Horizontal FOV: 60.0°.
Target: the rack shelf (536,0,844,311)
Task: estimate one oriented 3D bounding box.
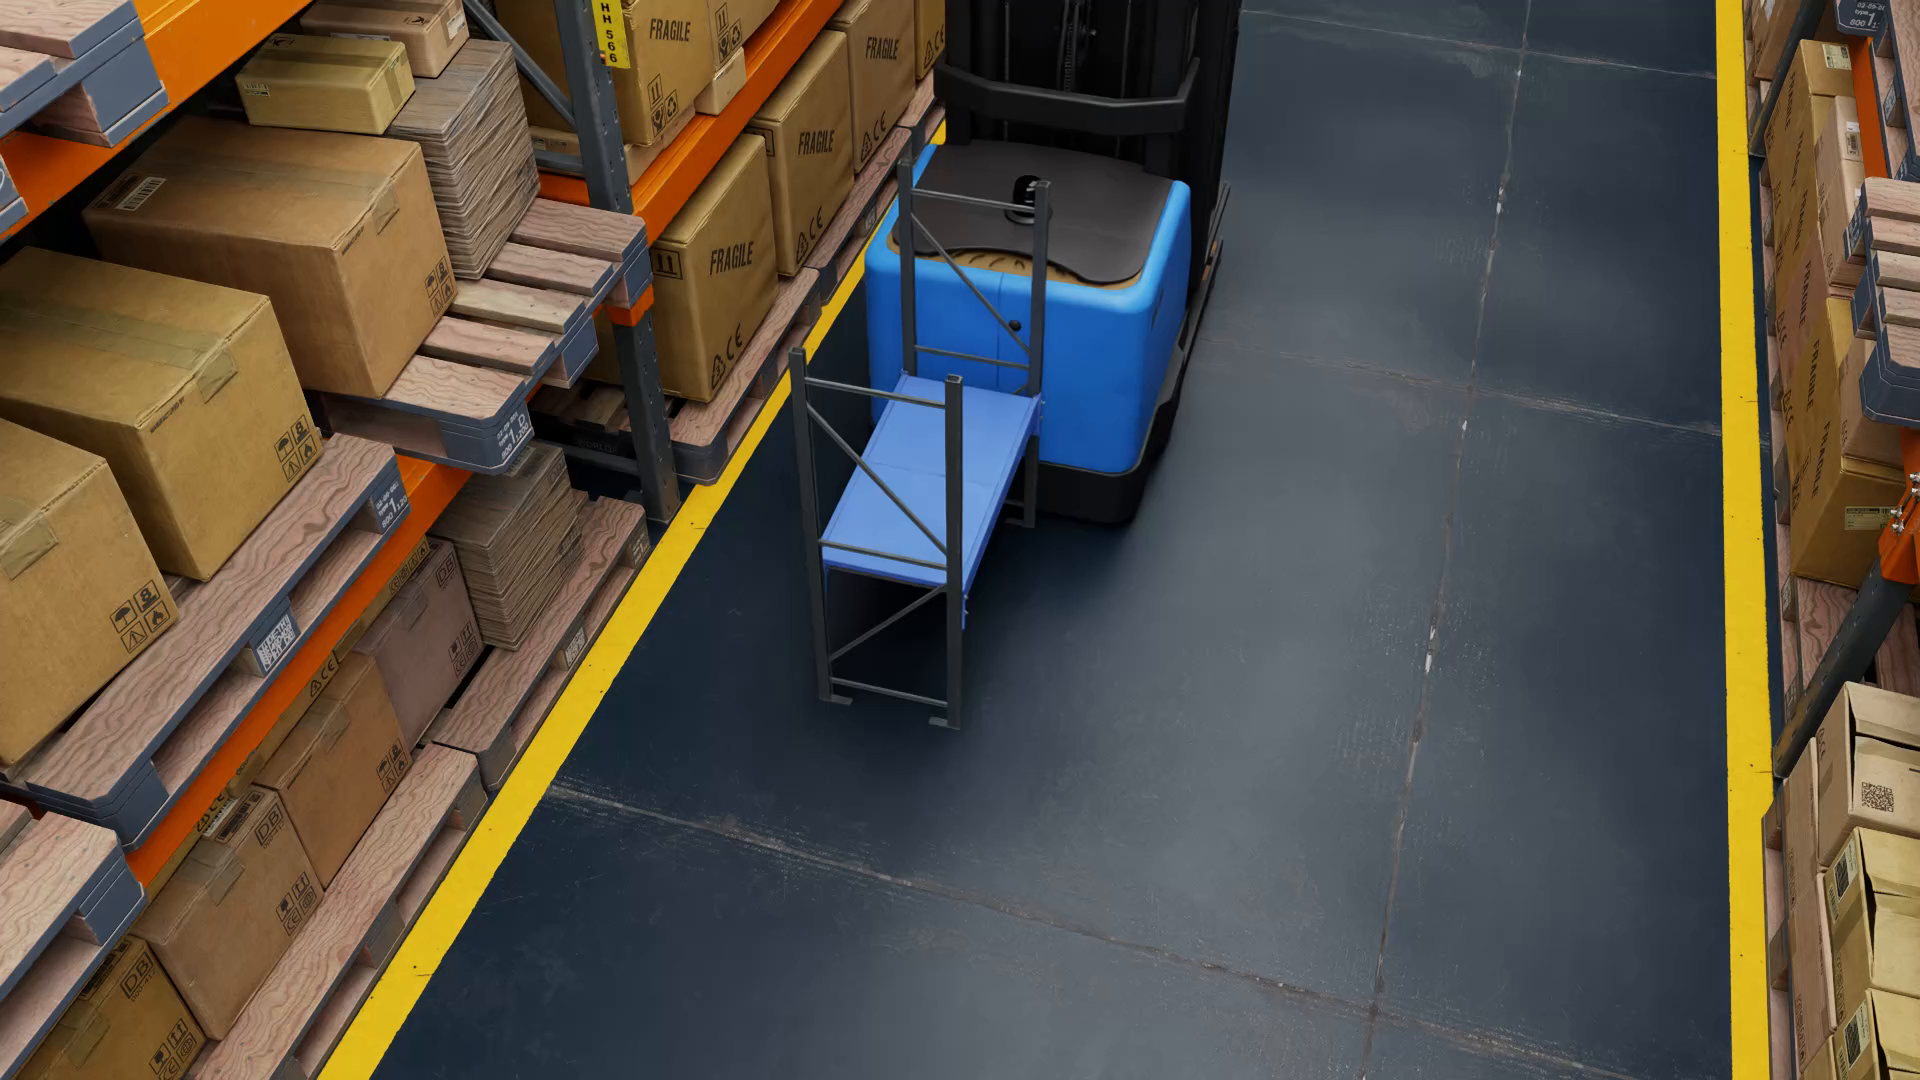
[{"bbox_3d":[-0.958,-2.348,7.019,1.077,0.370,4.000,13,46,13],"label":"rack shelf"}]

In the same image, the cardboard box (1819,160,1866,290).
[{"bbox_3d":[3.537,-1.151,6.218,0.500,0.250,0.500,12,46,12],"label":"cardboard box"}]

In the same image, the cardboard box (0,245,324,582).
[{"bbox_3d":[-2.052,-0.314,4.040,0.700,0.500,0.500,13,46,13],"label":"cardboard box"}]

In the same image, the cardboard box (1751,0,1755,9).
[{"bbox_3d":[4.500,-3.027,8.807,0.500,0.311,0.500,13,46,13],"label":"cardboard box"}]

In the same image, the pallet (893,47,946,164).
[{"bbox_3d":[-0.514,-2.411,8.563,1.003,0.211,1.213,13,46,13],"label":"pallet"}]

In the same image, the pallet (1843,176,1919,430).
[{"bbox_3d":[3.297,-0.623,4.879,1.213,0.211,1.003,13,46,13],"label":"pallet"}]

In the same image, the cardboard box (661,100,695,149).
[{"bbox_3d":[-1.158,-1.526,5.830,0.380,0.149,0.250,13,46,13],"label":"cardboard box"}]

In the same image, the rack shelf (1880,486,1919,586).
[{"bbox_3d":[2.553,1.365,3.224,1.077,0.370,4.000,13,46,13],"label":"rack shelf"}]

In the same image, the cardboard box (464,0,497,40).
[{"bbox_3d":[-1.671,-1.792,5.638,0.500,0.500,0.500,13,46,13],"label":"cardboard box"}]

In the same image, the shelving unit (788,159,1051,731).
[{"bbox_3d":[-0.097,-0.293,5.477,0.538,1.500,1.048,11,46,11],"label":"shelving unit"}]

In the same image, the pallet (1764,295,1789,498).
[{"bbox_3d":[3.792,-0.528,6.639,1.003,0.211,1.213,13,46,13],"label":"pallet"}]

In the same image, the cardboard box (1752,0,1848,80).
[{"bbox_3d":[4.273,-2.595,8.230,0.500,0.500,0.500,13,46,13],"label":"cardboard box"}]

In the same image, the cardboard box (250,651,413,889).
[{"bbox_3d":[-2.122,0.611,4.953,0.700,0.500,0.500,12,46,12],"label":"cardboard box"}]

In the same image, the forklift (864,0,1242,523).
[{"bbox_3d":[0.547,-2.159,6.361,1.130,2.935,3.031,11,46,11],"label":"forklift"}]

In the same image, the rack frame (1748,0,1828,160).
[{"bbox_3d":[4.370,-2.891,7.060,1.000,3.000,0.127,13,46,13],"label":"rack frame"}]

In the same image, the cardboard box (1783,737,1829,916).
[{"bbox_3d":[2.720,0.895,4.857,0.500,0.250,0.500,12,46,12],"label":"cardboard box"}]

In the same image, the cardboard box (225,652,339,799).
[{"bbox_3d":[-2.115,0.398,4.635,0.500,0.250,0.500,12,46,12],"label":"cardboard box"}]

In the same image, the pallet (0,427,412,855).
[{"bbox_3d":[-2.124,0.125,4.115,1.003,0.211,1.213,13,46,13],"label":"pallet"}]

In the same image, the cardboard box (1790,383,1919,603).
[{"bbox_3d":[3.218,-0.162,5.743,0.500,0.500,0.500,14,46,14],"label":"cardboard box"}]

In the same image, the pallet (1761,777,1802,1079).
[{"bbox_3d":[2.872,1.312,4.758,1.003,0.211,1.213,13,46,13],"label":"pallet"}]

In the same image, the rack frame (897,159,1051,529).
[{"bbox_3d":[0.043,-0.635,5.826,0.500,1.500,0.032,11,46,11],"label":"rack frame"}]

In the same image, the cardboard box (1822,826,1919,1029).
[{"bbox_3d":[2.569,1.046,4.301,0.500,0.311,0.500,11,46,12],"label":"cardboard box"}]

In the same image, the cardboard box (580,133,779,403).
[{"bbox_3d":[-1.216,-1.116,6.482,0.750,0.750,0.750,12,46,12],"label":"cardboard box"}]

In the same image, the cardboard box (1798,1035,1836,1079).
[{"bbox_3d":[2.417,1.578,4.159,0.500,0.250,0.500,11,46,11],"label":"cardboard box"}]

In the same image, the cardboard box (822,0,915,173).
[{"bbox_3d":[-0.691,-2.266,7.657,0.750,0.750,0.750,14,46,14],"label":"cardboard box"}]

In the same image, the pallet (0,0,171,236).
[{"bbox_3d":[-2.175,-0.691,2.801,1.213,0.211,1.003,13,46,13],"label":"pallet"}]

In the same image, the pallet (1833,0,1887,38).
[{"bbox_3d":[4.024,-2.313,6.606,1.003,0.211,1.213,13,46,13],"label":"pallet"}]

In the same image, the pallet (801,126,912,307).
[{"bbox_3d":[-0.881,-1.595,7.729,1.003,0.211,1.213,13,46,13],"label":"pallet"}]

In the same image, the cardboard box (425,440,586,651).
[{"bbox_3d":[-1.732,-0.045,5.623,0.700,0.500,0.500,13,46,13],"label":"cardboard box"}]

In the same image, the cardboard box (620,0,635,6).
[{"bbox_3d":[-1.171,-1.956,5.270,0.500,0.250,0.500,14,46,13],"label":"cardboard box"}]

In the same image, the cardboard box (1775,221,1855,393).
[{"bbox_3d":[3.529,-0.858,6.455,0.500,0.500,0.500,11,45,11],"label":"cardboard box"}]

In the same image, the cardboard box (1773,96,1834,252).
[{"bbox_3d":[3.841,-1.526,7.138,0.500,0.500,0.500,13,46,13],"label":"cardboard box"}]

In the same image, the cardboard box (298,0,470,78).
[{"bbox_3d":[-1.639,-1.460,4.748,0.380,0.149,0.250,7,45,7],"label":"cardboard box"}]

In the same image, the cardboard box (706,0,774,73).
[{"bbox_3d":[-1.005,-2.038,5.889,0.500,0.500,0.500,14,46,14],"label":"cardboard box"}]

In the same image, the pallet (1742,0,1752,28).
[{"bbox_3d":[4.947,-3.168,9.337,1.003,0.211,1.213,13,46,13],"label":"pallet"}]

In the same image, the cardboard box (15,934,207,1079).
[{"bbox_3d":[-2.459,1.282,4.268,0.700,0.500,0.500,12,46,12],"label":"cardboard box"}]

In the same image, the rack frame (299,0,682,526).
[{"bbox_3d":[-1.563,-1.272,5.405,1.000,3.000,0.127,13,46,13],"label":"rack frame"}]

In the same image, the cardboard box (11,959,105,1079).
[{"bbox_3d":[-2.437,1.074,3.944,0.500,0.250,0.500,12,46,12],"label":"cardboard box"}]

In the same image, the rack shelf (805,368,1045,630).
[{"bbox_3d":[-0.097,-0.164,5.603,0.538,0.185,1.000,11,46,11],"label":"rack shelf"}]

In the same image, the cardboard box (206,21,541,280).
[{"bbox_3d":[-1.696,-1.149,4.894,0.700,0.500,0.500,8,45,8],"label":"cardboard box"}]
